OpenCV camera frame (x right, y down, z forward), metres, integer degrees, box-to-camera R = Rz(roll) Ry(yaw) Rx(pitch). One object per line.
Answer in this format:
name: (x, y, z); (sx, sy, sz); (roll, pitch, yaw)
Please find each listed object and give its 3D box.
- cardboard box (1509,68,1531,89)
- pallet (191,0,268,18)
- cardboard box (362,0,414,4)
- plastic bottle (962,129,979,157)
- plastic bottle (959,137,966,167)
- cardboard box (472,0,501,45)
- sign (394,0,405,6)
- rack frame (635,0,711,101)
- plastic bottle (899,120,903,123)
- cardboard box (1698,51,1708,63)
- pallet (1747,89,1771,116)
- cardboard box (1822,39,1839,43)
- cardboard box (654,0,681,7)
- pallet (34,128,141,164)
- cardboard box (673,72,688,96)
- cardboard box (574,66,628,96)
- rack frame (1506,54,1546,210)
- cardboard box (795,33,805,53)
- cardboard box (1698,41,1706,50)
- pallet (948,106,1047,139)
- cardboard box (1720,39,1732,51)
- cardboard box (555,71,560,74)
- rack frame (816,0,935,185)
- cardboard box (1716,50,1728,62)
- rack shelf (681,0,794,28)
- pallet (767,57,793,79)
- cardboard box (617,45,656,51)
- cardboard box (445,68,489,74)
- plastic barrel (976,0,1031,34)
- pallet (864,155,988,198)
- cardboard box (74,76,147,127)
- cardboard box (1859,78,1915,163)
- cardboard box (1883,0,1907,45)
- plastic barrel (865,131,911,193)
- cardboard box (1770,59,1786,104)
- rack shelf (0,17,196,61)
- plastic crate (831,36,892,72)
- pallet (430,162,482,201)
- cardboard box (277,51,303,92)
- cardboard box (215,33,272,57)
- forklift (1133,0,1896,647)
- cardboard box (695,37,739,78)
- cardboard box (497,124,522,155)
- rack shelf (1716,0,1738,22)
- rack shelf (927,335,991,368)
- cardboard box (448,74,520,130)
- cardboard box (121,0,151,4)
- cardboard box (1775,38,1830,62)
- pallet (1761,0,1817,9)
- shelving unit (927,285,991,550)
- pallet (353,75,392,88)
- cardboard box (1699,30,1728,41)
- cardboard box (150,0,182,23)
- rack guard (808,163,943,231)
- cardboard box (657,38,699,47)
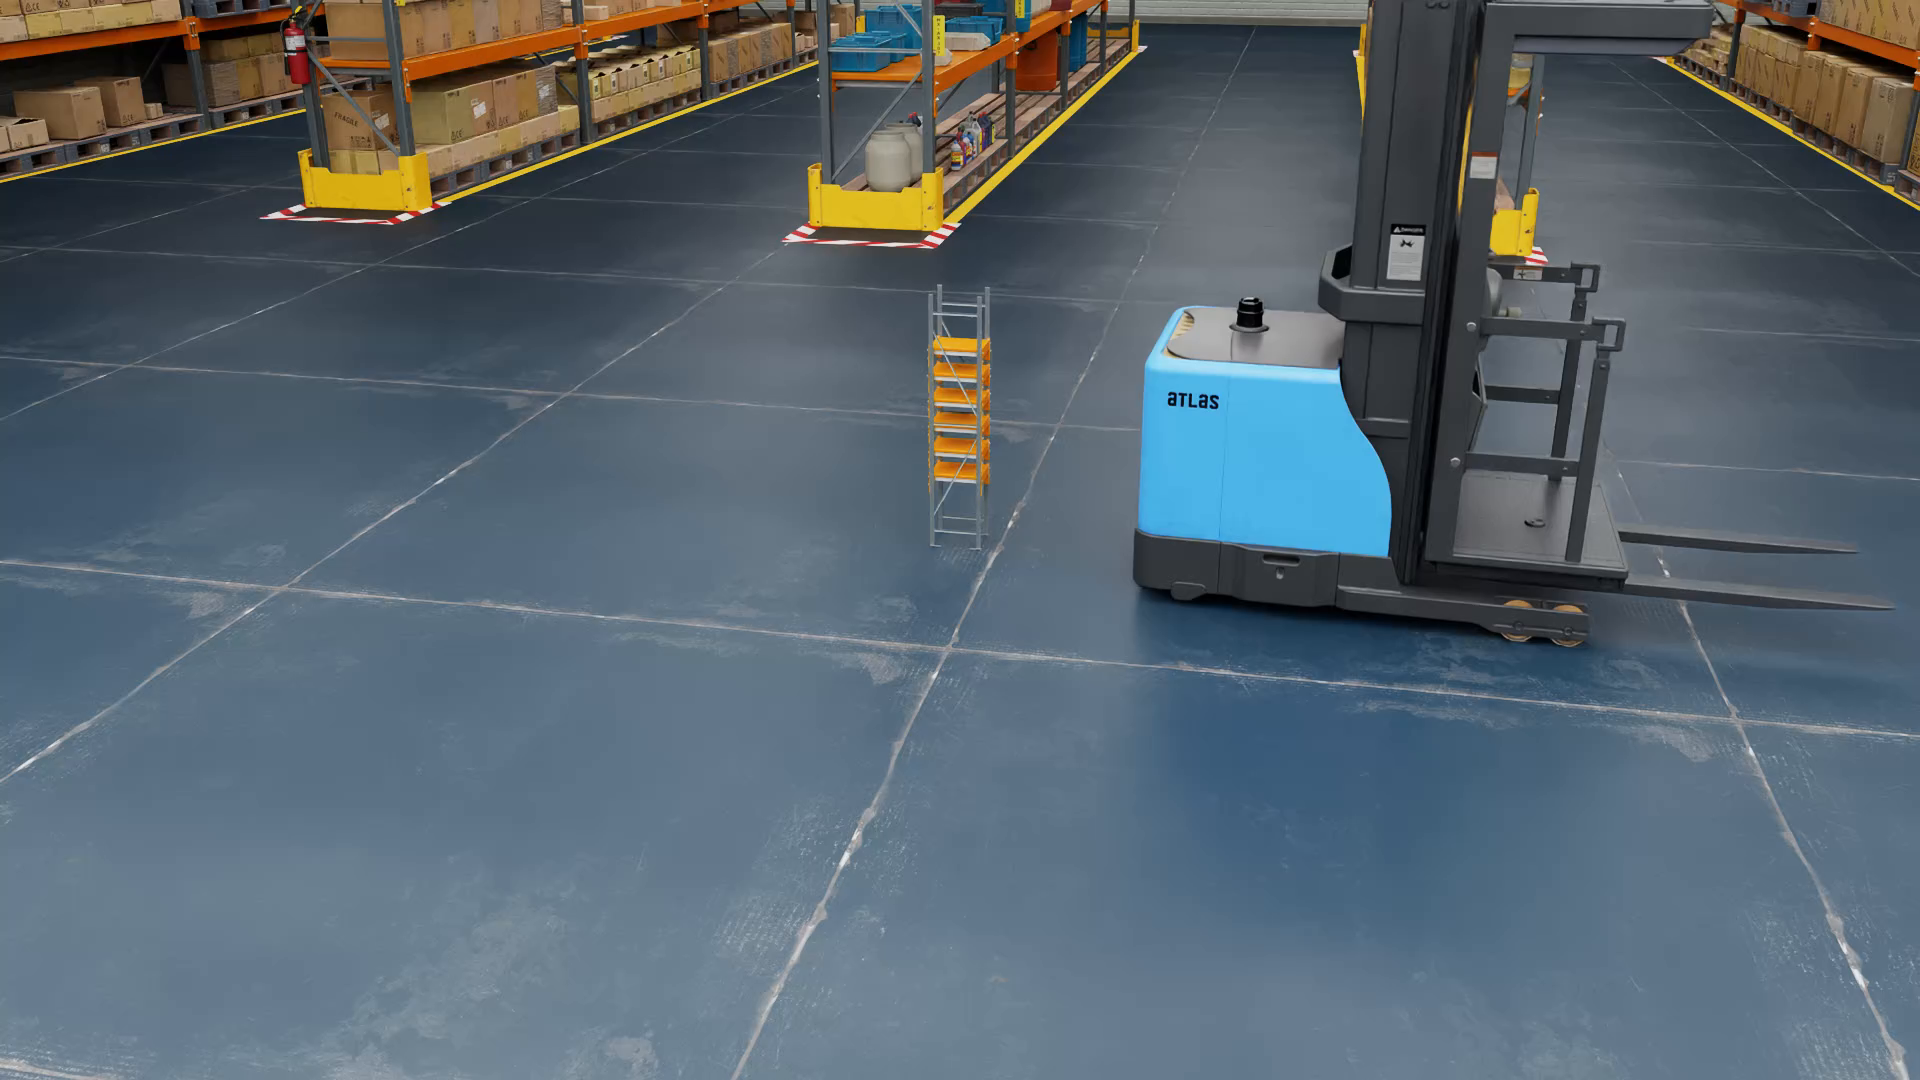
cardboard box: (4.425, -3.763, 13.518); (0.380, 0.149, 0.250); (4, 22, 11)
pallet: (-9.300, -6.569, 20.405); (1.003, 0.211, 1.213); (4, 22, 11)
cardboard box: (-5.273, -5.024, 15.312); (0.380, 0.149, 0.250); (4, 22, 11)
plastic bottle: (0.109, -4.070, 17.000); (0.152, 0.276, 0.135); (5, 22, 12)
plastic bottle: (0.024, -3.836, 16.410); (0.061, 0.283, 0.133); (5, 22, 12)
cardboard box: (-5.143, -5.333, 16.945); (0.700, 0.500, 0.500); (5, 23, 13)
sign: (-5.022, -4.944, 14.849); (0.100, 0.325, 0.005); (4, 22, 11)
rack frame: (-3.931, -7.476, 22.401); (1.000, 3.000, 0.127); (4, 22, 11)
plastic bottle: (-0.596, -4.121, 17.028); (0.144, 0.351, 0.185); (4, 22, 10)
cardboard box: (11.510, -7.368, 25.388); (0.380, 0.149, 0.250); (4, 22, 11)
pallet: (11.013, -5.741, 21.826); (1.003, 0.211, 1.213); (4, 22, 11)
cardboard box: (11.082, -6.107, 20.781); (0.500, 0.250, 0.500); (4, 22, 10)
cardboard box: (-3.845, -7.009, 21.578); (0.380, 0.149, 0.250); (4, 22, 11)
pallet: (-9.947, -4.400, 18.496); (1.003, 0.211, 1.213); (4, 22, 11)
cardboard box: (-3.902, -5.995, 21.843); (0.500, 0.250, 0.500); (4, 22, 10)
cardboard box: (-4.312, -5.507, 19.880); (0.500, 0.311, 0.500); (4, 22, 10)
rack frame: (4.133, -3.793, 13.257); (1.000, 3.000, 0.127); (4, 22, 11)
cardboard box: (-2.818, -8.033, 26.793); (0.500, 0.311, 0.500); (4, 22, 11)
cardboard box: (11.681, -7.686, 25.779); (0.380, 0.149, 0.250); (3, 22, 8)
pallet: (0.470, -5.078, 20.180); (1.003, 0.211, 1.213); (4, 22, 11)
cardboard box: (11.248, -7.162, 24.079); (0.380, 0.149, 0.250); (5, 22, 12)
cardboard box: (-4.946, -5.362, 19.521); (0.500, 0.311, 0.500); (4, 22, 11)
rack frame: (-0.716, -4.171, 14.195); (1.000, 3.000, 0.127); (4, 22, 11)
cardboard box: (11.213, -7.017, 24.117); (0.380, 0.149, 0.250); (3, 22, 8)
rack shelf: (-3.523, -7.874, 24.351); (1.077, 0.370, 4.000); (4, 22, 11)
pallet: (-3.244, -7.345, 25.808); (1.003, 0.211, 1.213); (4, 22, 11)
cardboard box: (-4.326, -6.486, 22.311); (0.500, 0.311, 0.500); (5, 23, 13)
cardboard box: (-5.353, -4.769, 17.793); (0.500, 0.500, 0.500); (4, 22, 11)
plastic barrel: (0.476, -5.985, 18.027); (0.600, 0.901, 0.708); (4, 22, 11)
pallet: (-0.324, -3.650, 16.635); (1.003, 0.211, 1.213); (4, 22, 11)
cardboard box: (-9.771, -5.051, 19.137); (0.500, 0.500, 0.500); (3, 22, 7)
cardboard box: (9.823, -4.226, 16.782); (1.050, 0.750, 0.750); (4, 22, 11)
cardboard box: (9.732, -5.284, 16.824); (0.500, 0.500, 0.500); (4, 22, 10)
plastic barrel: (-0.656, -3.458, 15.193); (0.421, 0.512, 0.421); (0, 22, 0)
cardboard box: (10.589, -5.790, 20.998); (0.500, 0.500, 0.500); (5, 23, 13)
rack shelf: (-10.006, -5.324, 18.021); (1.077, 0.370, 4.000); (4, 22, 11)
plastic crate: (-0.906, -4.308, 14.734); (0.499, 0.251, 0.616); (4, 22, 11)
pallet: (-5.449, -3.539, 16.359); (1.003, 0.211, 1.213); (4, 22, 11)
cardboard box: (-9.170, -6.266, 22.154); (0.700, 0.500, 0.500); (4, 22, 11)
cardboard box: (-9.275, -6.404, 21.492); (0.500, 0.250, 0.500); (4, 22, 9)
forklift: (2.327, -1.145, 6.772); (3.031, 2.935, 1.130); (5, 23, 13)
cardboard box: (-3.458, -6.857, 23.621); (0.500, 0.500, 0.500); (4, 22, 9)
cardboard box: (-4.929, -4.197, 17.378); (0.500, 0.250, 0.500); (4, 22, 11)
rack shelf: (11.825, -8.165, 25.074); (1.077, 0.370, 4.000); (4, 22, 11)
rack shelf: (-0.003, -0.844, 7.498); (0.258, 0.103, 0.180); (4, 22, 11)
cardboard box: (-4.928, -4.545, 17.238); (0.500, 0.500, 0.500); (4, 22, 11)
cardboard box: (-9.488, -6.297, 18.645); (0.500, 0.500, 0.500); (4, 22, 11)
cardboard box: (10.576, -6.143, 20.871); (0.500, 0.250, 0.500); (5, 22, 12)
pallet: (10.964, -6.942, 21.333); (1.003, 0.211, 1.213); (4, 22, 11)
shelving unit: (-0.003, -0.551, 7.616); (0.258, 1.200, 0.189); (4, 22, 11)
pallet: (-8.547, -6.841, 24.557); (1.003, 0.211, 1.213); (4, 22, 11)
cardboard box: (11.544, -7.730, 25.489); (0.380, 0.149, 0.250); (5, 22, 12)
cardboard box: (-9.398, -6.133, 19.239); (0.500, 0.250, 0.500); (5, 22, 11)
rack guard: (-0.746, -3.043, 14.740); (1.175, 0.500, 0.348); (4, 22, 11)
cardboard box: (-3.970, -6.880, 23.679); (0.500, 0.500, 0.500); (5, 23, 13)
